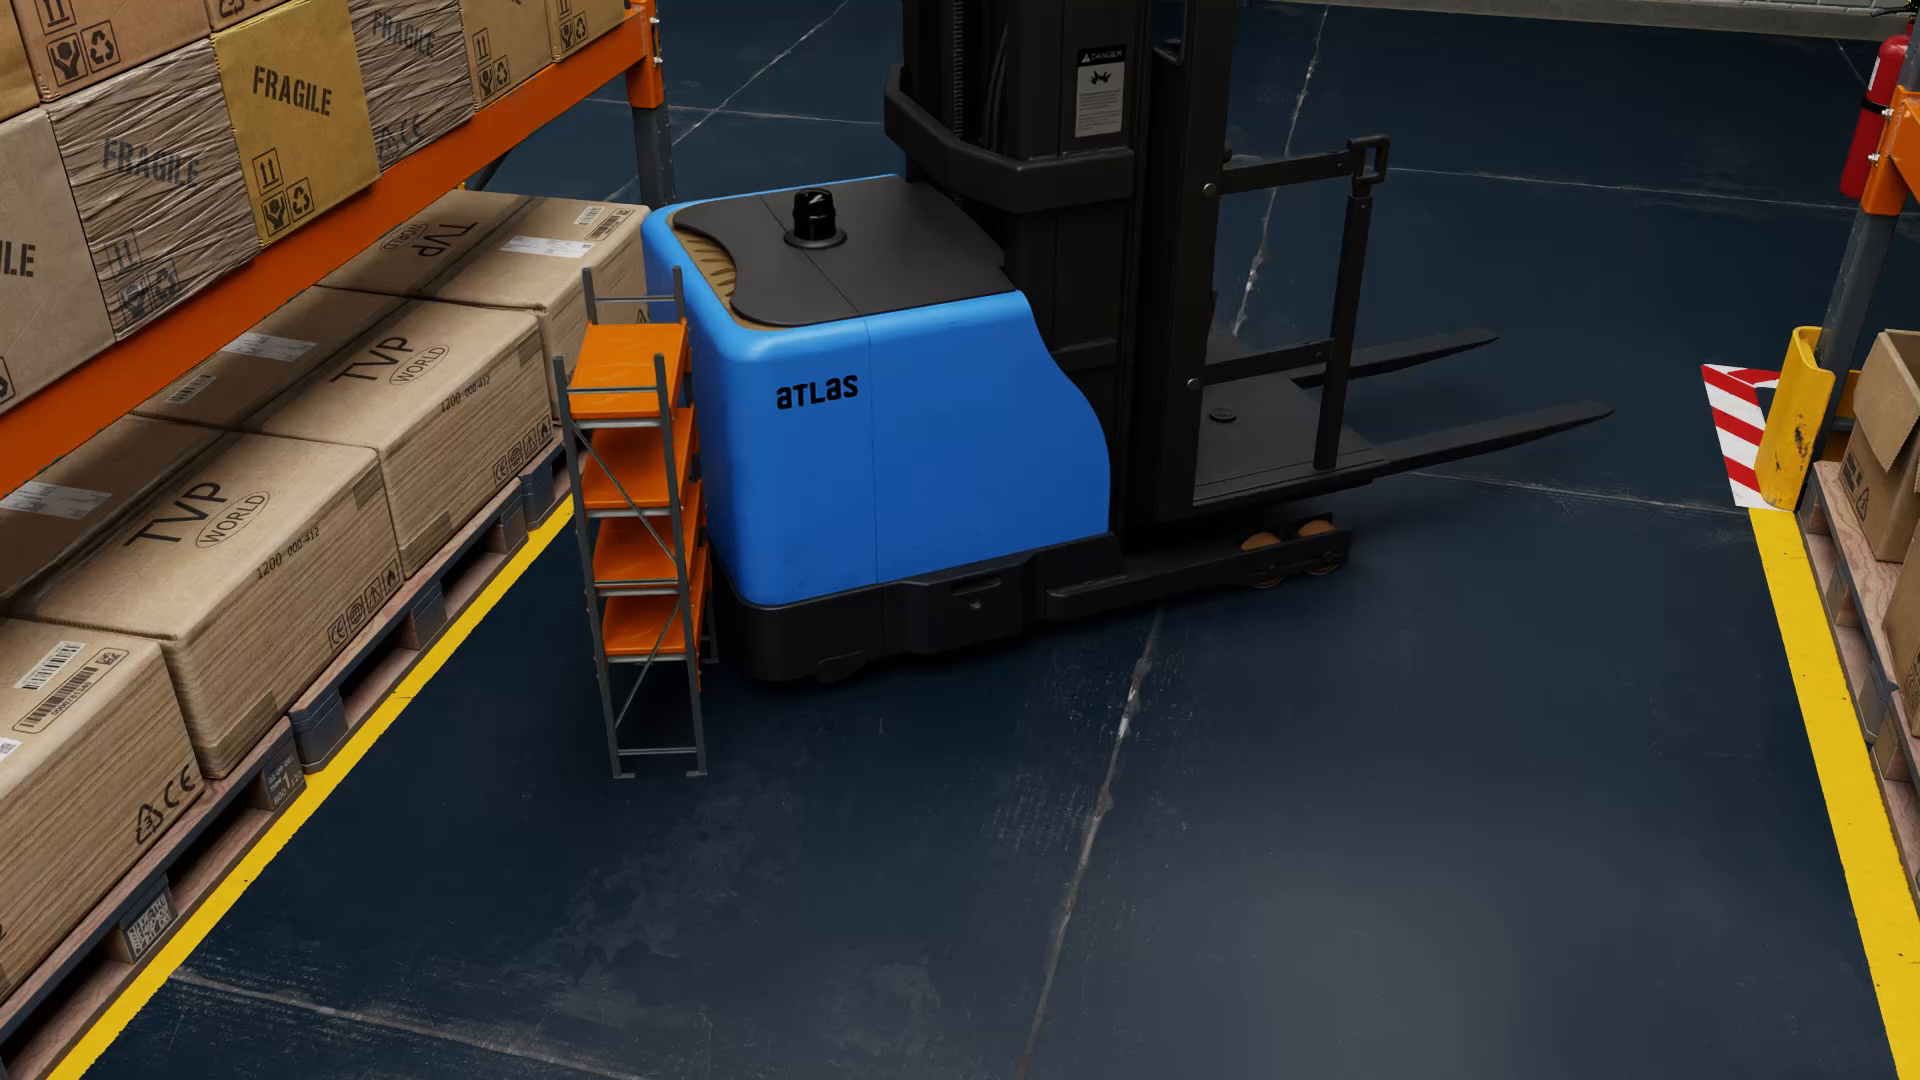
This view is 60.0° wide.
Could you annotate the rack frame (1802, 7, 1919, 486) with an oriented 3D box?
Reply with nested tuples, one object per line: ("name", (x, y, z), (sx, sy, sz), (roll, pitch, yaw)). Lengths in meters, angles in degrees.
("rack frame", (3.251, -1.418, 4.685), (1.000, 3.000, 0.127), (8, 33, 12))

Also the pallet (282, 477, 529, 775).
("pallet", (-1.990, 0.141, 4.831), (1.003, 0.211, 1.213), (8, 33, 12))

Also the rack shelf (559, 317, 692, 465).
("rack shelf", (-0.787, -0.359, 3.965), (0.258, 0.148, 0.480), (-2, 32, -3))

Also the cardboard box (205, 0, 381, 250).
("cardboard box", (-1.799, -1.052, 4.015), (0.500, 0.500, 0.500), (9, 34, 14))

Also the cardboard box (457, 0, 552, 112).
("cardboard box", (-1.560, -1.590, 4.861), (0.500, 0.500, 0.500), (7, 33, 11))

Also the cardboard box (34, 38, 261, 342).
("cardboard box", (-1.930, -0.784, 3.595), (0.500, 0.500, 0.500), (8, 33, 13))

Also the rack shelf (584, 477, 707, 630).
("rack shelf", (-0.787, 0.029, 4.211), (0.258, 0.148, 0.480), (-2, 32, -3))

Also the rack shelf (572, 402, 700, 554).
("rack shelf", (-0.787, -0.160, 4.091), (0.258, 0.148, 0.480), (-2, 32, -3))

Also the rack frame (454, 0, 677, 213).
("rack frame", (-1.551, -2.092, 5.745), (1.000, 3.000, 0.127), (8, 33, 12))

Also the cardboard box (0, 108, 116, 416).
("cardboard box", (-2.062, -0.527, 3.190), (0.500, 0.500, 0.500), (8, 33, 13))

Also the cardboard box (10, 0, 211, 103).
("cardboard box", (-1.936, -1.220, 3.348), (0.500, 0.500, 0.500), (9, 33, 13))

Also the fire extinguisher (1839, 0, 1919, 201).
("fire extinguisher", (2.841, -1.368, 5.025), (0.296, 0.674, 0.183), (8, 33, 12))

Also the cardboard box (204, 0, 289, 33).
("cardboard box", (-1.806, -1.482, 3.760), (0.500, 0.500, 0.500), (8, 33, 12))

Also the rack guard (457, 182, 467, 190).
("rack guard", (-1.545, -1.050, 6.435), (1.175, 0.500, 0.348), (8, 33, 12))

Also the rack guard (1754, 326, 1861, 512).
("rack guard", (3.232, -0.324, 5.294), (1.175, 0.500, 0.348), (8, 33, 12))

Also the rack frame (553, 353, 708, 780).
("rack frame", (-0.772, 0.103, 3.970), (0.240, 1.200, 0.015), (-2, 32, -3))

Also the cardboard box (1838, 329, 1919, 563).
("cardboard box", (3.004, -0.238, 4.763), (0.797, 0.503, 0.637), (7, 33, 10))

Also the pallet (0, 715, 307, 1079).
("pallet", (-2.298, 0.776, 3.832), (1.003, 0.211, 1.213), (8, 33, 12))

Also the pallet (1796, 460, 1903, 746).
("pallet", (3.030, 0.212, 4.720), (1.003, 0.211, 1.213), (8, 33, 12))

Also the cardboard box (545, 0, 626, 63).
("cardboard box", (-1.418, -1.848, 5.268), (0.500, 0.500, 0.500), (8, 33, 13))

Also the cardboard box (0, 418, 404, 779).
("cardboard box", (-2.077, 0.112, 4.275), (0.875, 0.438, 0.875), (7, 33, 11))

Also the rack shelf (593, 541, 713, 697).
("rack shelf", (-0.787, 0.197, 4.318), (0.258, 0.148, 0.480), (-2, 32, -3))

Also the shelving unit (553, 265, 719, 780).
("shelving unit", (-0.787, -0.028, 4.175), (0.258, 1.200, 0.503), (-2, 32, -3))

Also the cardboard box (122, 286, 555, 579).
("cardboard box", (-1.846, -0.356, 5.011), (0.875, 0.438, 0.875), (9, 34, 14))

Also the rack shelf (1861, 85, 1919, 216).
("rack shelf", (2.743, -0.077, 3.246), (1.077, 0.370, 4.000), (8, 33, 12))

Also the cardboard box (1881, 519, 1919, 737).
("cardboard box", (2.749, 0.202, 4.075), (0.700, 0.500, 0.500), (9, 34, 14))

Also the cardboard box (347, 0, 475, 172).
("cardboard box", (-1.681, -1.321, 4.439), (0.500, 0.500, 0.500), (9, 34, 14))

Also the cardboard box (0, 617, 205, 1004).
("cardboard box", (-2.303, 0.576, 3.544), (0.875, 0.438, 0.875), (8, 33, 12))

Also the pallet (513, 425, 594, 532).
("pallet", (-1.679, -0.490, 5.824), (1.003, 0.211, 1.213), (8, 33, 12))

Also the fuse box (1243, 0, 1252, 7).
("fuse box", (1.852, -4.116, 10.130), (0.539, 1.711, 0.414), (8, 33, 12))

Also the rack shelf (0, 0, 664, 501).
("rack shelf", (-2.059, -0.751, 4.306), (1.077, 0.370, 4.000), (8, 33, 12))

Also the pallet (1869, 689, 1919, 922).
("pallet", (2.719, 0.843, 3.728), (1.003, 0.211, 1.213), (8, 33, 12))

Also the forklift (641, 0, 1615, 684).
("forklift", (0.646, -1.340, 4.626), (3.031, 2.935, 1.130), (-12, 34, -19))

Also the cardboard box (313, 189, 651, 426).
("cardboard box", (-1.622, -0.832, 5.760), (0.875, 0.438, 0.875), (7, 33, 11))

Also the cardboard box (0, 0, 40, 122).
("cardboard box", (-2.077, -0.956, 2.933), (0.500, 0.500, 0.500), (8, 33, 12))

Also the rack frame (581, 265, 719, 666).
("rack frame", (-0.802, -0.158, 4.381), (0.240, 1.200, 0.015), (-2, 32, -3))
